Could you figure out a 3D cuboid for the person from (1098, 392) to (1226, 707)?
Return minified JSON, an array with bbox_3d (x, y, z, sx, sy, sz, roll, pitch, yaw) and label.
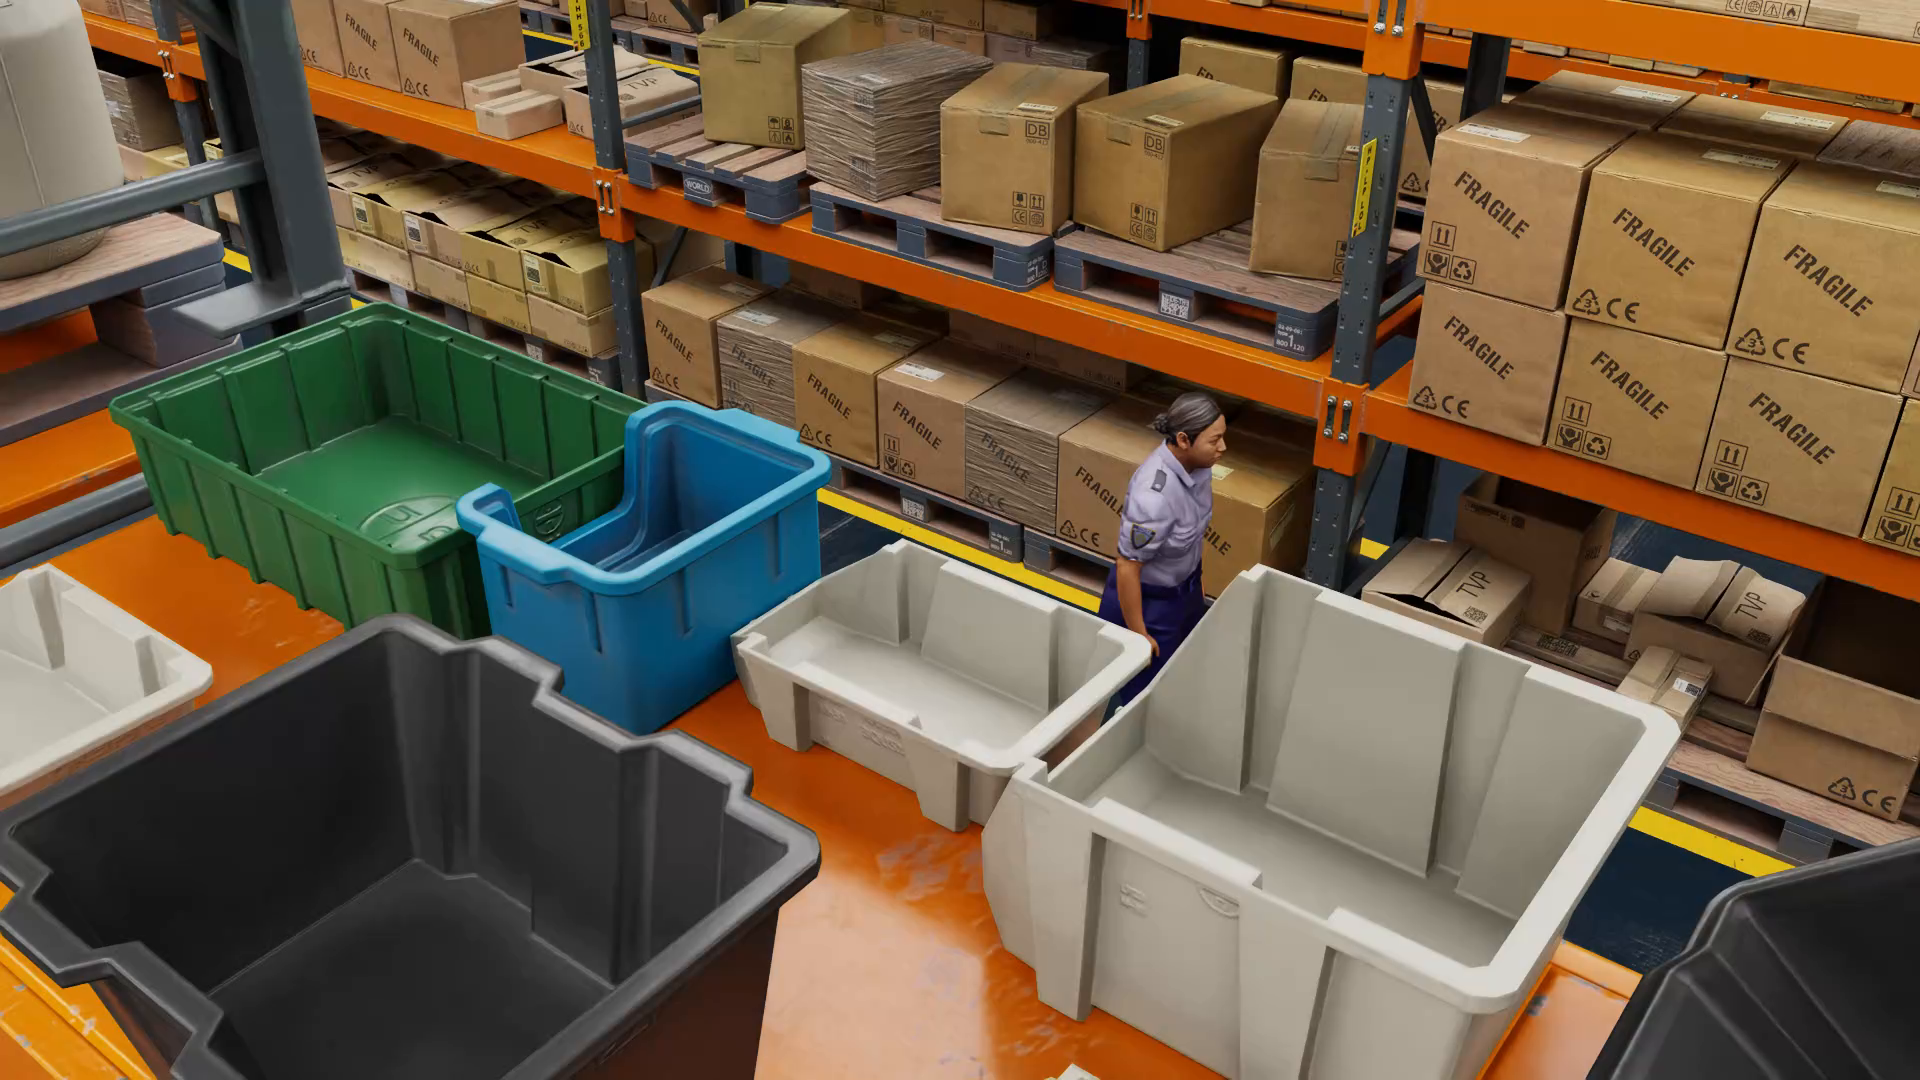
[{"bbox_3d":[0.696,0.235,5.750,0.377,1.652,0.538,17,35,25],"label":"person"}]
